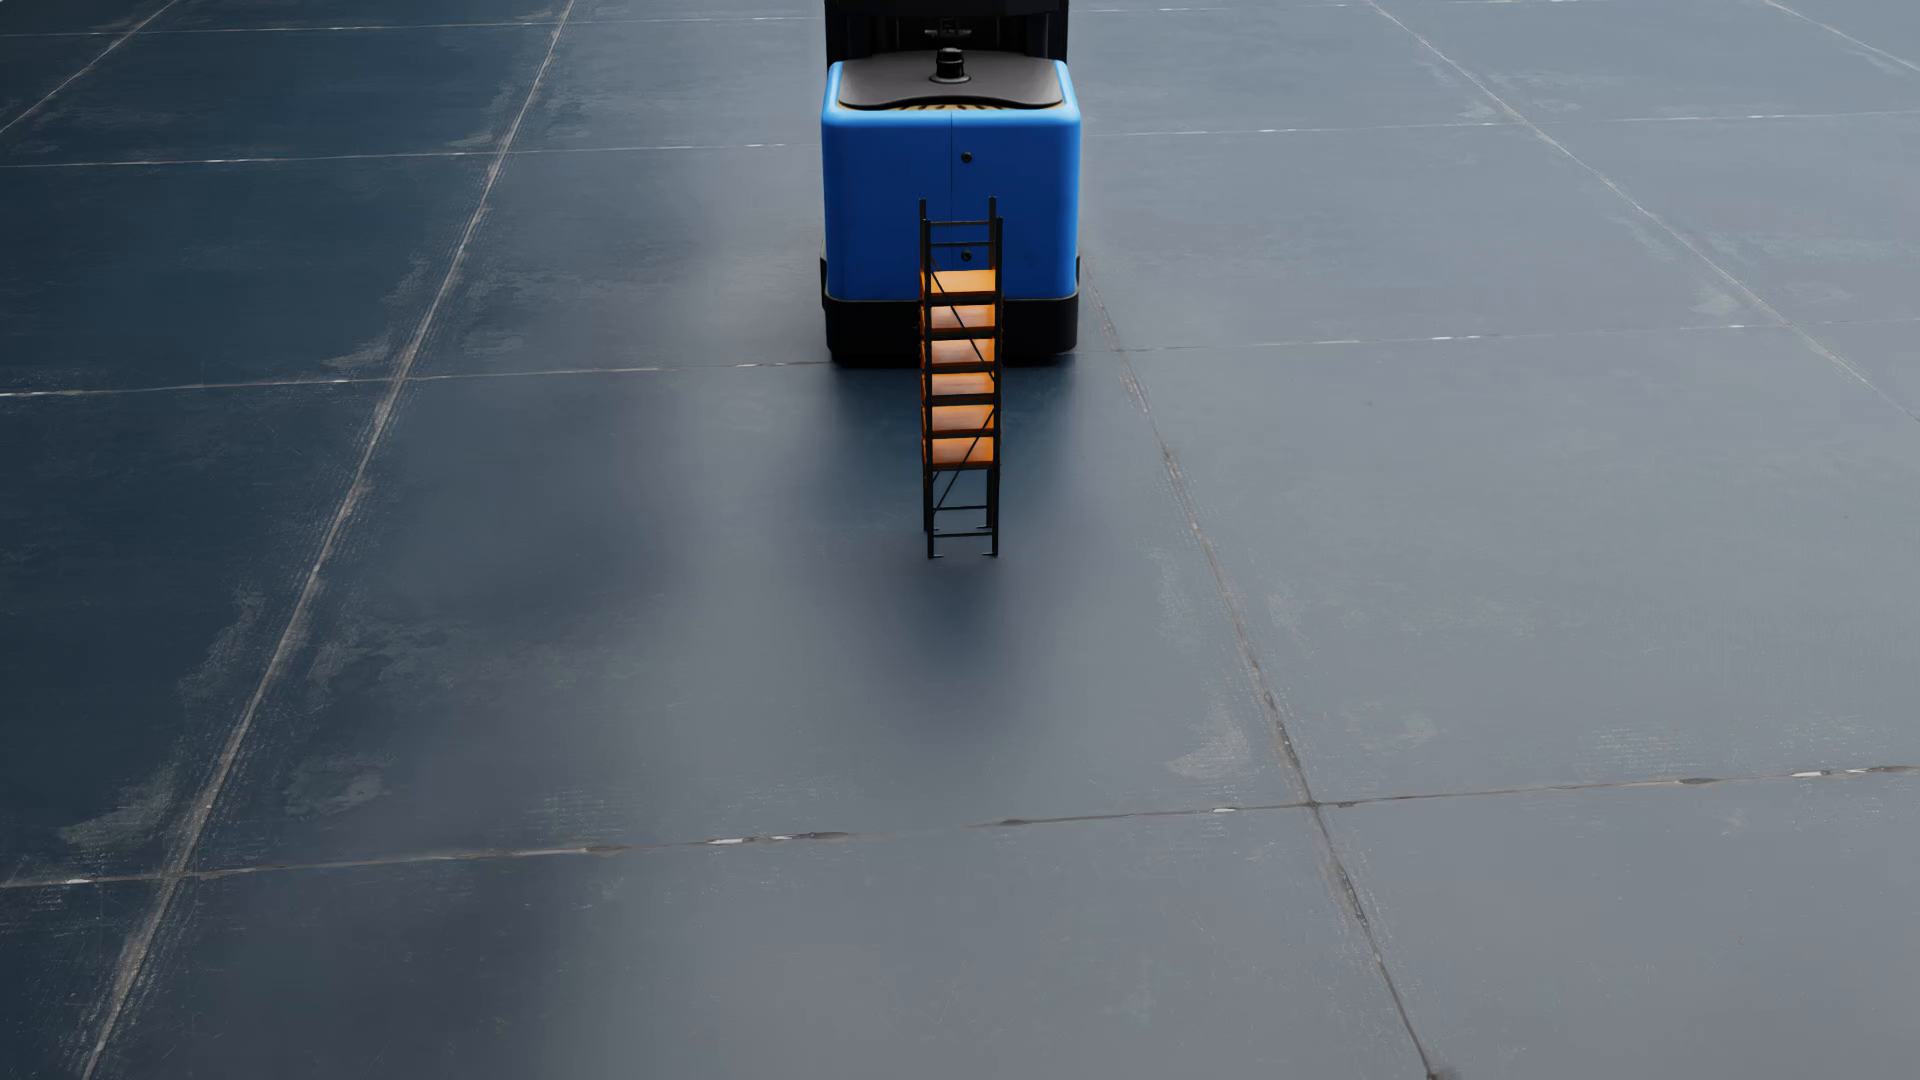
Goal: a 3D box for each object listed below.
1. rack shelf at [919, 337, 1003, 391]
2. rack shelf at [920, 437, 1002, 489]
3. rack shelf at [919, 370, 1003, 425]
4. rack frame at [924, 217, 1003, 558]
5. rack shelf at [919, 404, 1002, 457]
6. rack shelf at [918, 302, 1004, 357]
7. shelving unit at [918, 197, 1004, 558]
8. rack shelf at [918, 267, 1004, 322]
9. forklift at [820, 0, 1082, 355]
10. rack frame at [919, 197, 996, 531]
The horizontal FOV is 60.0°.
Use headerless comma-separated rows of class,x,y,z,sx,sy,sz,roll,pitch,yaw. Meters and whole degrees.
rack shelf,0.001,-0.573,5.391,0.258,0.103,0.180,-3,31,-5
rack shelf,0.001,-0.264,5.576,0.258,0.103,0.180,-3,31,-5
rack shelf,0.001,-0.470,5.453,0.258,0.103,0.180,-3,31,-5
rack frame,0.010,-0.461,5.352,0.240,1.200,0.006,-3,31,-5
rack shelf,0.001,-0.367,5.514,0.258,0.103,0.180,-3,31,-5
rack shelf,0.001,-0.676,5.330,0.258,0.103,0.180,-3,31,-5
shelving unit,0.001,-0.508,5.430,0.258,1.200,0.189,-3,31,-5
rack shelf,0.001,-0.779,5.268,0.258,0.103,0.180,-3,31,-5
forklift,-0.066,-2.744,7.485,1.130,2.935,3.031,-1,31,-1
rack frame,-0.007,-0.554,5.508,0.240,1.200,0.006,-3,31,-5
